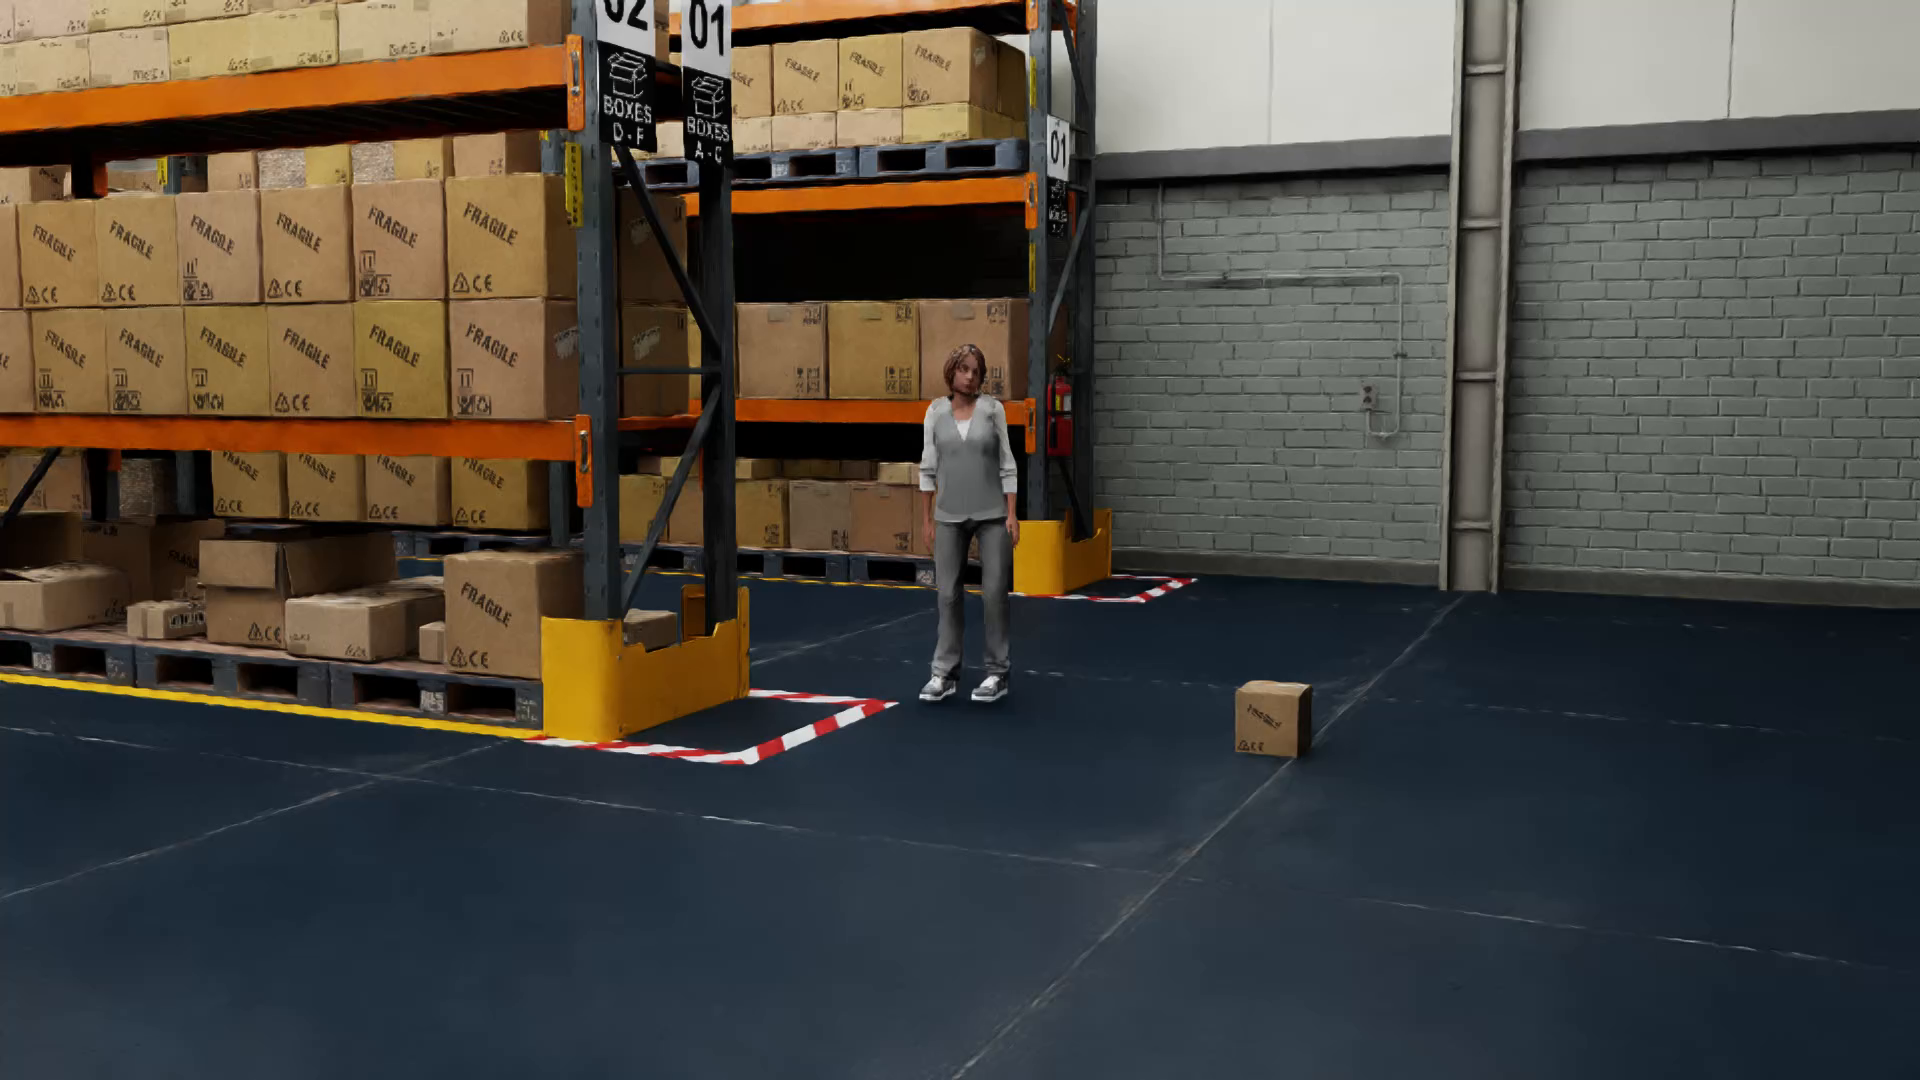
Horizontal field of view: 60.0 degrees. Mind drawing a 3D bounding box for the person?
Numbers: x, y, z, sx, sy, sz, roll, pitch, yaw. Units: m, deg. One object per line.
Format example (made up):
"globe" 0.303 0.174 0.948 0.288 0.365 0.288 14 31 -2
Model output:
"person" 0.045 -0.075 7.475 0.468 1.605 0.336 1 6 8
